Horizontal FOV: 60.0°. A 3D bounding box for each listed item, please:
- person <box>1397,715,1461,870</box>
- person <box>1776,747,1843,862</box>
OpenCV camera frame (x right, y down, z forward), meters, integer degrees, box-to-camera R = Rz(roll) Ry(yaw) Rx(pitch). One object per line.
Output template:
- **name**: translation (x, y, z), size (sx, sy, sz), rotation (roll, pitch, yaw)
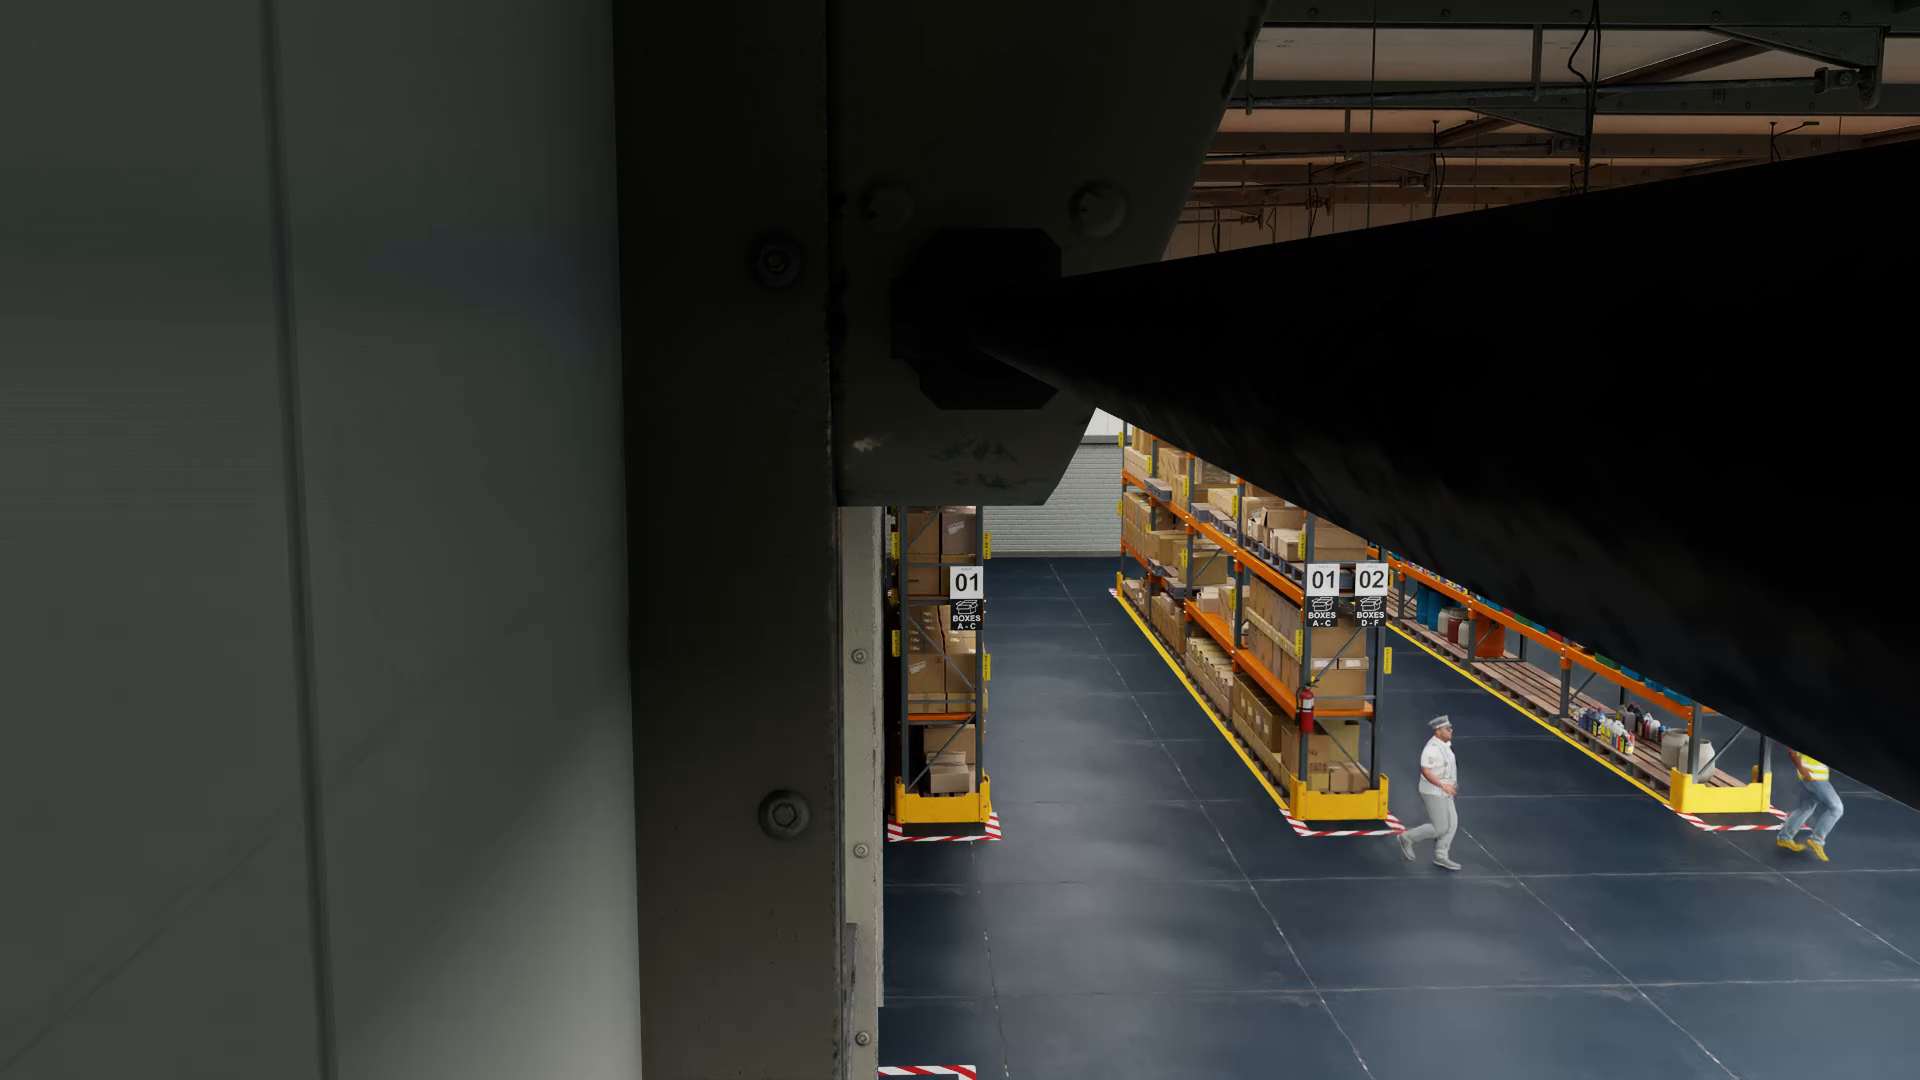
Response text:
- **person**: translation (5.363, 2.834, 18.863), size (0.709, 1.773, 0.688), rotation (4, 9, 28)
- **person**: translation (9.875, 2.776, 19.267), size (0.670, 1.792, 0.700), rotation (4, 9, 24)
